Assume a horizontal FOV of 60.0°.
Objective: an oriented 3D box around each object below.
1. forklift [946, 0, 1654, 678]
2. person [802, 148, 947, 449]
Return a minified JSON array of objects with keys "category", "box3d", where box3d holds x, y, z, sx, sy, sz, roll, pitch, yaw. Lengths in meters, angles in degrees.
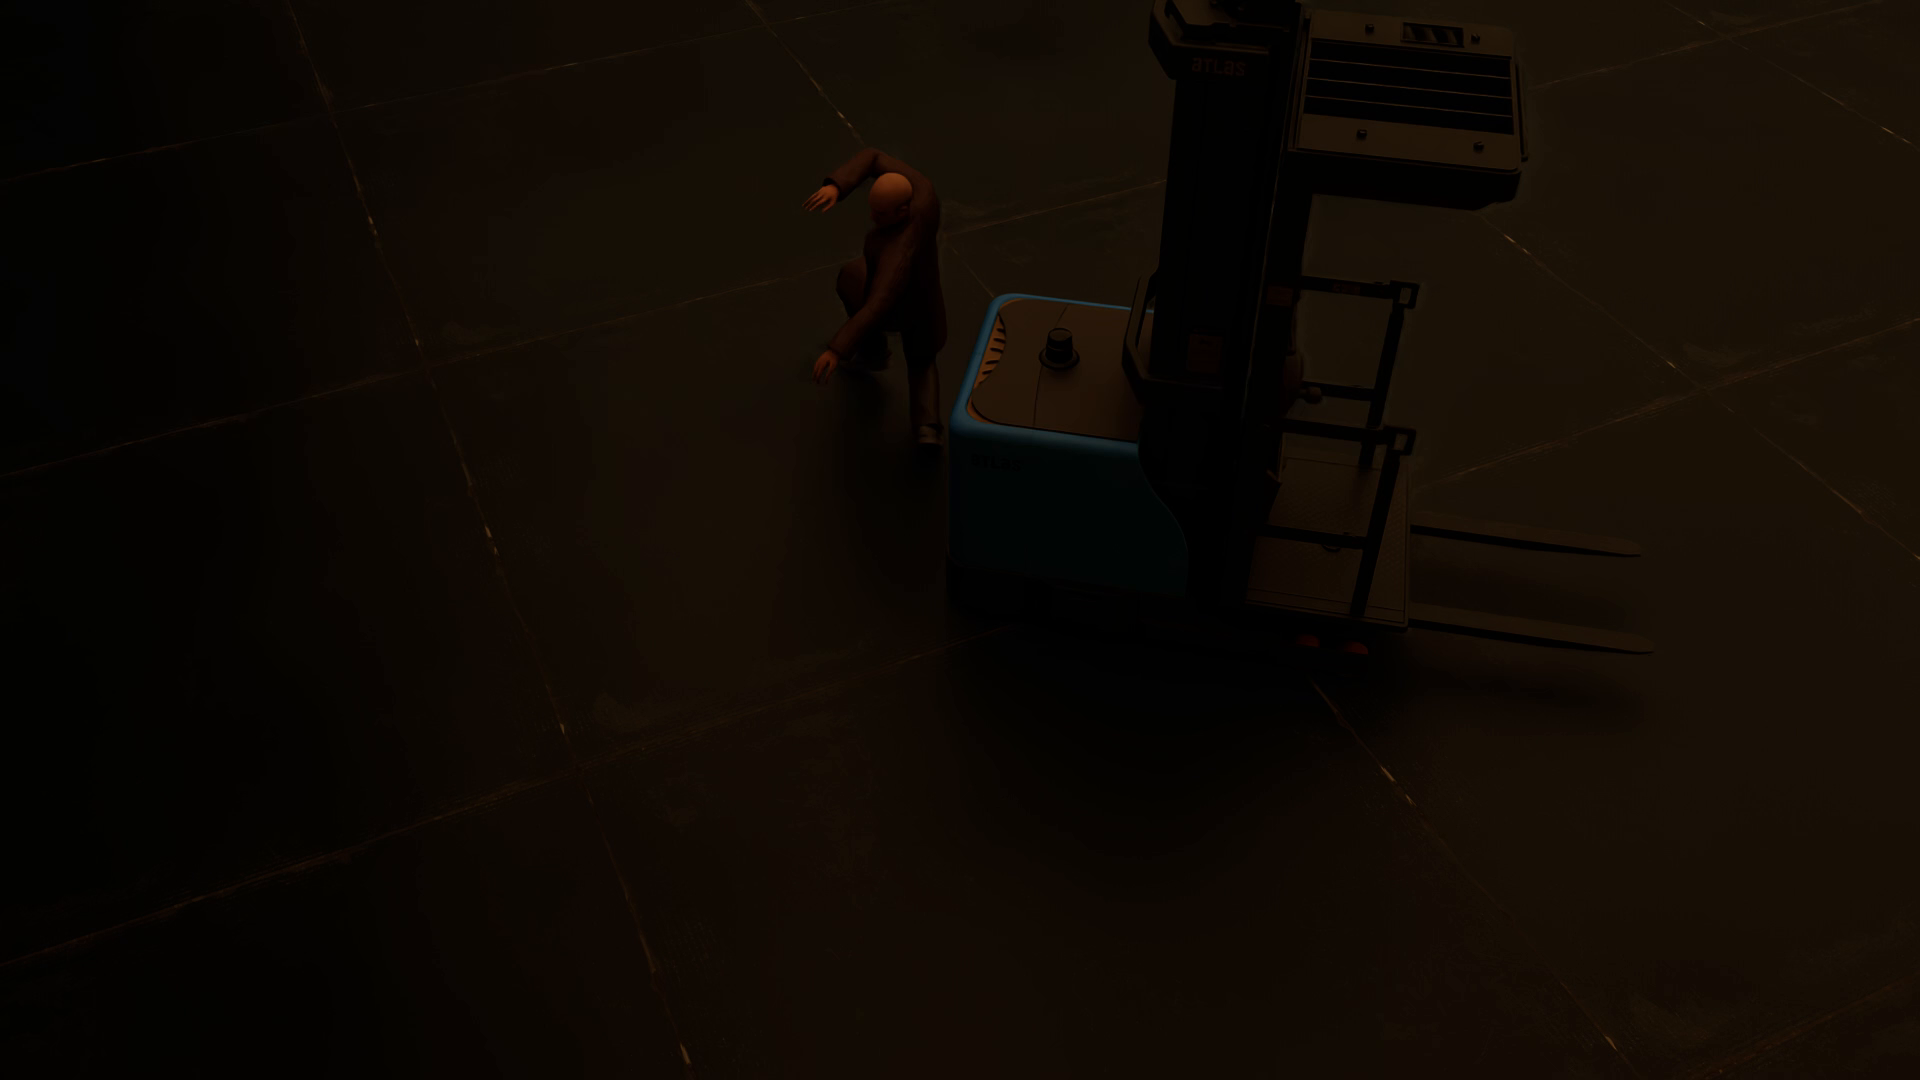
[{"category":"forklift","box3d":[1.510,-0.874,6.617,3.031,2.935,1.130,8,44,9]},{"category":"person","box3d":[-0.483,-1.122,7.959,0.958,1.475,1.053,-25,49,-25]}]
